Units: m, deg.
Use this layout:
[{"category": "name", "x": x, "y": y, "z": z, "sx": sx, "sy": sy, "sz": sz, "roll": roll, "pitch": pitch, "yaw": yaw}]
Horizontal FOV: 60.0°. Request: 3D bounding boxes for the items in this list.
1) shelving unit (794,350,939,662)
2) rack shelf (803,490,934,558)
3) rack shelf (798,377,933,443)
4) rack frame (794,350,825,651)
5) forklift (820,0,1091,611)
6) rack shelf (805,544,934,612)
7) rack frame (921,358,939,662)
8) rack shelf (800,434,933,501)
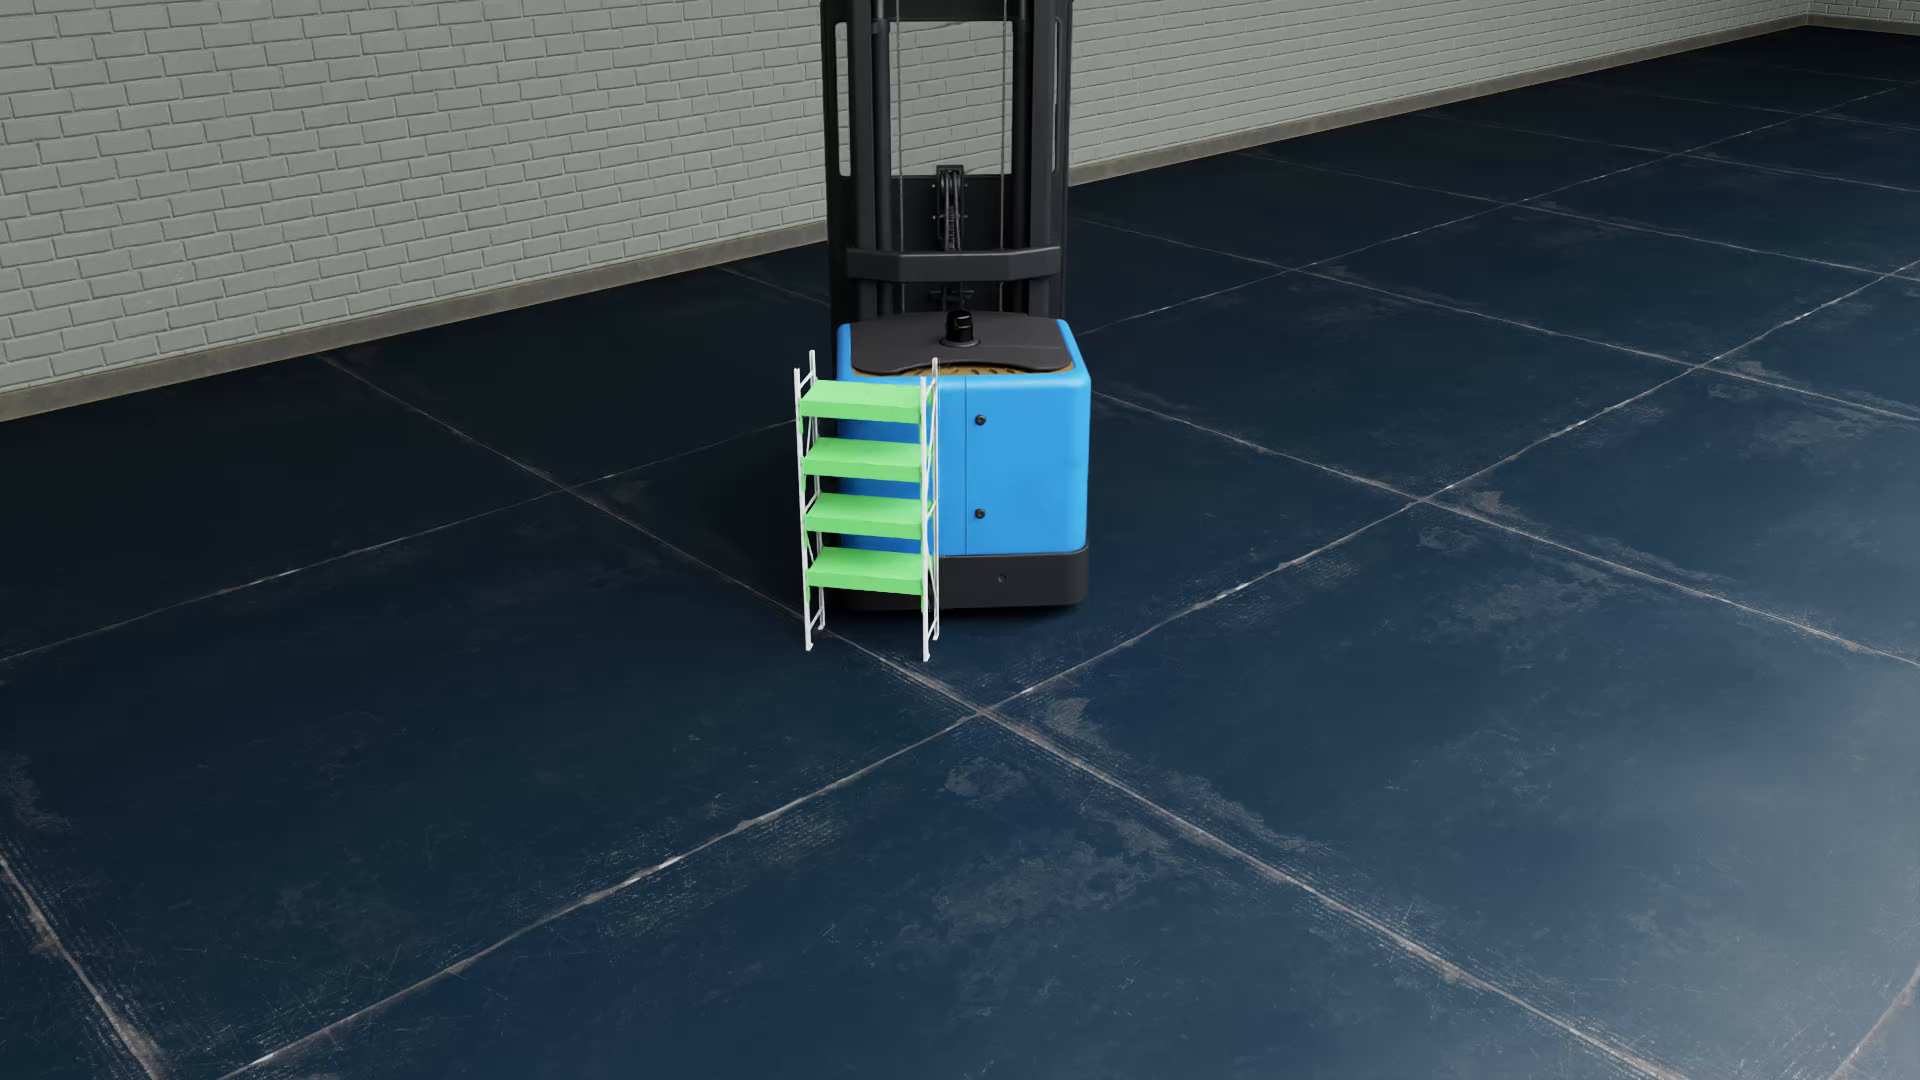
[{"category": "shelving unit", "x": -0.357, "y": -0.125, "z": 6.579, "sx": 0.503, "sy": 1.200, "sz": 0.258, "roll": 5, "pitch": 25, "yaw": 10}, {"category": "rack shelf", "x": -0.357, "y": -0.067, "z": 6.606, "sx": 0.480, "sy": 0.148, "sz": 0.258, "roll": 5, "pitch": 25, "yaw": 10}, {"category": "rack shelf", "x": -0.357, "y": -0.504, "z": 6.407, "sx": 0.480, "sy": 0.148, "sz": 0.258, "roll": 5, "pitch": 25, "yaw": 10}, {"category": "rack frame", "x": -0.596, "y": -0.144, "z": 6.621, "sx": 0.015, "sy": 1.200, "sz": 0.240, "roll": 5, "pitch": 25, "yaw": 10}, {"category": "forklift", "x": -0.076, "y": -1.609, "z": 7.746, "sx": 1.130, "sy": 2.935, "sz": 3.031, "roll": -2, "pitch": 25, "yaw": -3}, {"category": "rack shelf", "x": -0.357, "y": 0.151, "z": 6.705, "sx": 0.480, "sy": 0.148, "sz": 0.258, "roll": 5, "pitch": 25, "yaw": 10}, {"category": "rack frame", "x": -0.117, "y": -0.106, "z": 6.538, "sx": 0.015, "sy": 1.200, "sz": 0.240, "roll": 5, "pitch": 25, "yaw": 10}, {"category": "rack shelf", "x": -0.357, "y": -0.286, "z": 6.506, "sx": 0.480, "sy": 0.148, "sz": 0.258, "roll": 5, "pitch": 25, "yaw": 10}]
